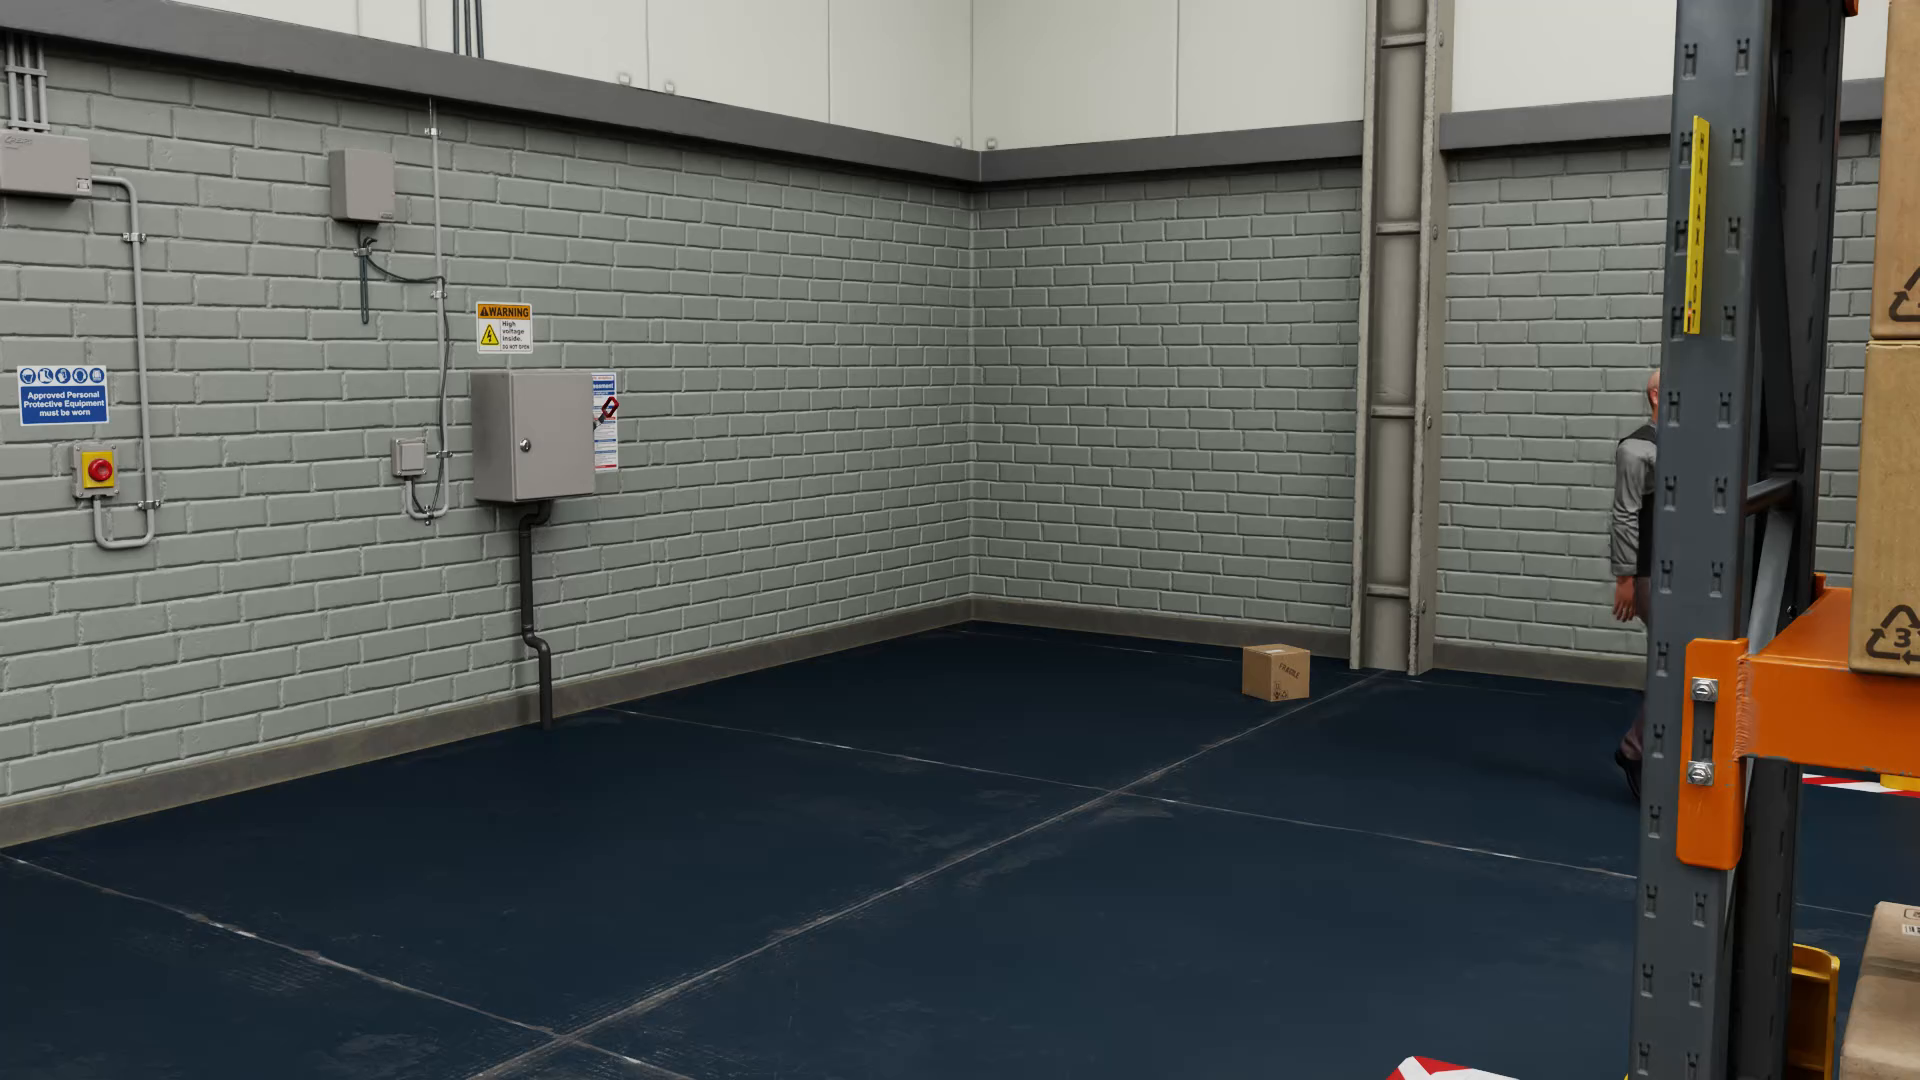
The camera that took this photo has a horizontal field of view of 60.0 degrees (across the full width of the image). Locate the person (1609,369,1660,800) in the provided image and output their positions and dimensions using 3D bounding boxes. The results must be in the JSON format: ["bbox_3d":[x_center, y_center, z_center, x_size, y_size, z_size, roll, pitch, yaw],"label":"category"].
[{"bbox_3d":[2.851,0.191,6.556,0.536,1.746,0.453,-5,8,-36],"label":"person"}]
